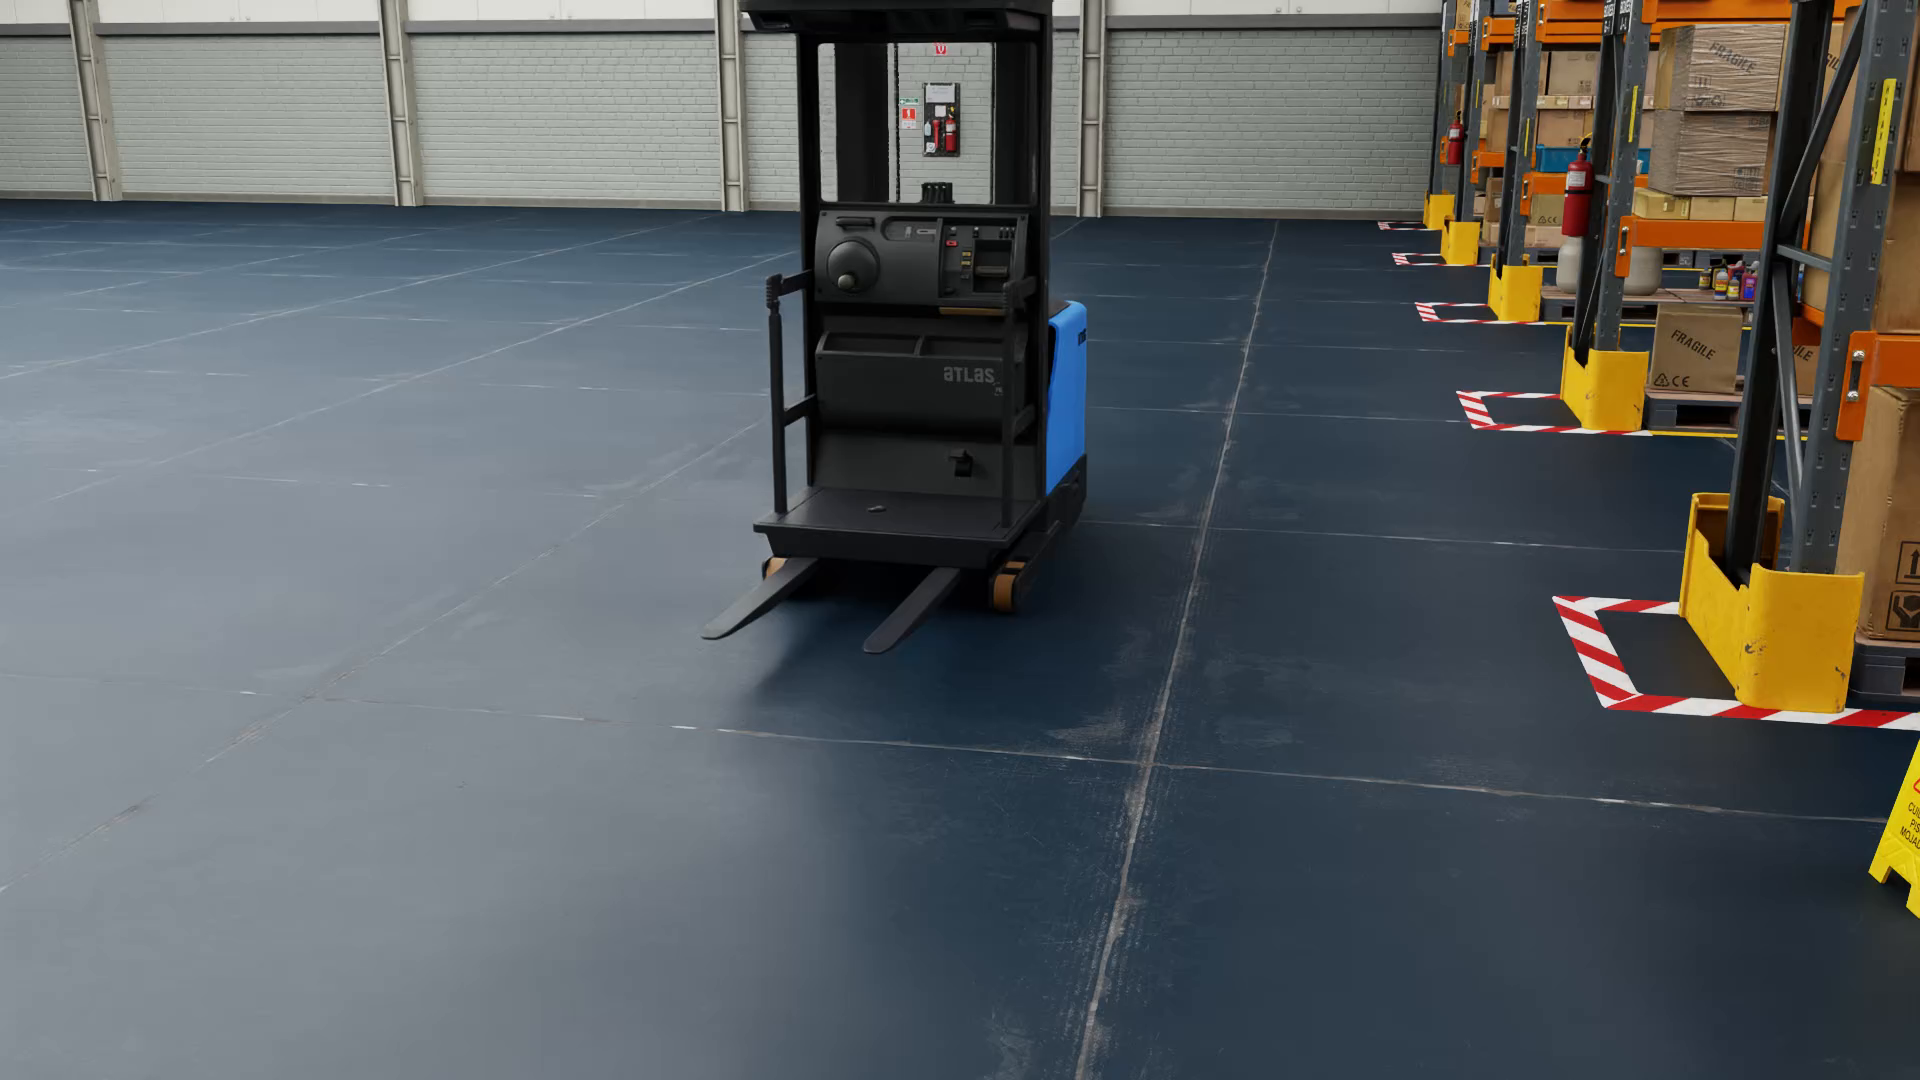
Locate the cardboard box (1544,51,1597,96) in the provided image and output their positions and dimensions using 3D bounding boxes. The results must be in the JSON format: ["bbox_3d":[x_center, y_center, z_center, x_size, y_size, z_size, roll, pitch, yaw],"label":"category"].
[{"bbox_3d":[7.158,-5.496,19.596,0.500,0.500,0.700,3,16,10],"label":"cardboard box"}]

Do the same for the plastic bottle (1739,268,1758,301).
[{"bbox_3d":[7.077,-2.293,14.914,0.133,0.283,0.061,3,16,12],"label":"plastic bottle"}]

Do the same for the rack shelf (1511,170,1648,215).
[{"bbox_3d":[7.104,-3.132,15.026,4.000,0.370,1.077,3,16,11],"label":"rack shelf"}]

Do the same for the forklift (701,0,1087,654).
[{"bbox_3d":[-0.219,-1.221,6.911,1.130,2.935,3.031,4,16,14],"label":"forklift"}]

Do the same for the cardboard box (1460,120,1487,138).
[{"bbox_3d":[7.533,-6.005,24.293,0.500,0.250,0.500,3,16,9],"label":"cardboard box"}]

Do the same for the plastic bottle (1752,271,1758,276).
[{"bbox_3d":[7.402,-2.403,15.467,0.097,0.201,0.097,0,15,0],"label":"plastic bottle"}]

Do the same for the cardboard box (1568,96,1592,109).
[{"bbox_3d":[7.227,-5.123,19.464,0.250,0.149,0.380,3,16,10],"label":"cardboard box"}]

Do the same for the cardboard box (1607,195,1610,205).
[{"bbox_3d":[7.599,-3.983,19.710,0.500,0.500,0.500,3,16,11],"label":"cardboard box"}]

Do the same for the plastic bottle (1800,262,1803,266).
[{"bbox_3d":[7.754,-2.491,15.505,0.185,0.351,0.144,3,16,11],"label":"plastic bottle"}]

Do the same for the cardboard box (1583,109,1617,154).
[{"bbox_3d":[7.591,-4.846,19.679,0.500,0.500,0.700,3,16,11],"label":"cardboard box"}]

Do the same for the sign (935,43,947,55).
[{"bbox_3d":[-0.305,-7.970,26.801,0.199,0.298,0.001,3,16,11],"label":"sign"}]

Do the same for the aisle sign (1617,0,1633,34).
[{"bbox_3d":[4.037,-3.467,10.018,0.004,0.787,0.394,3,16,11],"label":"aisle sign"}]

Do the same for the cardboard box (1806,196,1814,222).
[{"bbox_3d":[5.121,-2.047,10.233,0.250,0.149,0.380,3,16,11],"label":"cardboard box"}]

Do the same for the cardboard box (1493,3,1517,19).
[{"bbox_3d":[7.916,-7.559,23.816,0.500,0.500,0.500,4,16,15],"label":"cardboard box"}]

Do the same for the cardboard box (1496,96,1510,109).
[{"bbox_3d":[6.477,-5.164,19.612,0.250,0.149,0.380,3,16,11],"label":"cardboard box"}]

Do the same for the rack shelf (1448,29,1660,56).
[{"bbox_3d":[9.078,-7.169,23.981,4.000,0.370,1.077,3,16,11],"label":"rack shelf"}]

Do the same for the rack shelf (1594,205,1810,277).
[{"bbox_3d":[6.117,-1.836,10.348,4.000,0.370,1.077,3,16,11],"label":"rack shelf"}]

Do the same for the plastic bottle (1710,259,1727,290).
[{"bbox_3d":[7.150,-2.503,15.674,0.133,0.283,0.061,4,16,12],"label":"plastic bottle"}]

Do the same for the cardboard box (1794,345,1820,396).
[{"bbox_3d":[5.358,-1.226,10.696,0.500,0.500,0.500,8,17,26],"label":"cardboard box"}]

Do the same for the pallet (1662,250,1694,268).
[{"bbox_3d":[8.085,-3.441,20.019,1.213,0.211,1.003,3,16,11],"label":"pallet"}]

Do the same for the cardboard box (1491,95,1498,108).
[{"bbox_3d":[6.547,-5.270,19.997,0.250,0.149,0.380,3,16,10],"label":"cardboard box"}]

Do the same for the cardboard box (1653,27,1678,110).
[{"bbox_3d":[4.746,-2.998,10.577,0.500,0.500,0.500,3,16,11],"label":"cardboard box"}]

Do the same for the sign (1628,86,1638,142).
[{"bbox_3d":[4.049,-2.564,10.008,0.005,0.325,0.100,3,16,11],"label":"sign"}]

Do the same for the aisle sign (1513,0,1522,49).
[{"bbox_3d":[5.133,-4.919,15.261,0.004,0.787,0.394,3,16,11],"label":"aisle sign"}]

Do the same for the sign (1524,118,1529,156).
[{"bbox_3d":[5.030,-3.574,14.758,0.005,0.325,0.100,3,16,11],"label":"sign"}]

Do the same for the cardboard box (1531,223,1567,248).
[{"bbox_3d":[7.107,-3.645,19.896,0.500,0.250,0.500,3,16,11],"label":"cardboard box"}]

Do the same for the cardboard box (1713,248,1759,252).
[{"bbox_3d":[9.069,-3.541,19.522,0.500,0.250,0.500,3,16,11],"label":"cardboard box"}]

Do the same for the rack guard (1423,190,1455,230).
[{"bbox_3d":[7.193,-4.968,24.989,0.348,0.500,1.175,3,16,11],"label":"rack guard"}]

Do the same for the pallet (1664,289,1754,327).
[{"bbox_3d":[7.215,-2.139,15.318,1.213,0.211,1.003,3,16,11],"label":"pallet"}]

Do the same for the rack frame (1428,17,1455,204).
[{"bbox_3d":[7.119,-6.176,24.670,0.127,3.000,1.000,3,16,11],"label":"rack frame"}]

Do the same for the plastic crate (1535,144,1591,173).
[{"bbox_3d":[5.694,-3.565,15.520,0.616,0.251,0.499,3,16,11],"label":"plastic crate"}]

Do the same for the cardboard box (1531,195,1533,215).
[{"bbox_3d":[8.337,-5.002,24.642,0.500,0.311,0.500,4,16,16],"label":"cardboard box"}]

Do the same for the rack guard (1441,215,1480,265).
[{"bbox_3d":[6.111,-3.677,20.329,0.348,0.500,1.175,3,16,11],"label":"rack guard"}]

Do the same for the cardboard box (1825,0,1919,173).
[{"bbox_3d":[3.426,-1.560,5.699,0.550,0.550,0.875,3,16,11],"label":"cardboard box"}]

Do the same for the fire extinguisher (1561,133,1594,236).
[{"bbox_3d":[4.137,-2.378,11.104,0.183,0.674,0.296,3,16,11],"label":"fire extinguisher"}]

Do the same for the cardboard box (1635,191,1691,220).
[{"bbox_3d":[4.389,-2.090,10.390,0.250,0.149,0.380,3,16,11],"label":"cardboard box"}]

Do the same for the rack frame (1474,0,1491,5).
[{"bbox_3d":[6.135,-7.771,19.190,0.127,3.000,1.000,3,16,11],"label":"rack frame"}]

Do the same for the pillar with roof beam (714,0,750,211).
[{"bbox_3d":[-4.640,-8.769,22.790,0.400,9.000,9.100,3,16,11],"label":"pillar with roof beam"}]

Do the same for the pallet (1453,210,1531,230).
[{"bbox_3d":[7.982,-4.776,24.838,1.213,0.211,1.003,3,16,11],"label":"pallet"}]

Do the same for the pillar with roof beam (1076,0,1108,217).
[{"bbox_3d":[1.239,-8.449,21.638,0.400,9.000,9.100,3,16,11],"label":"pillar with roof beam"}]

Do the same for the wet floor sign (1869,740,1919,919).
[{"bbox_3d":[2.647,0.654,4.421,0.232,0.644,0.267,0,15,1],"label":"wet floor sign"}]
